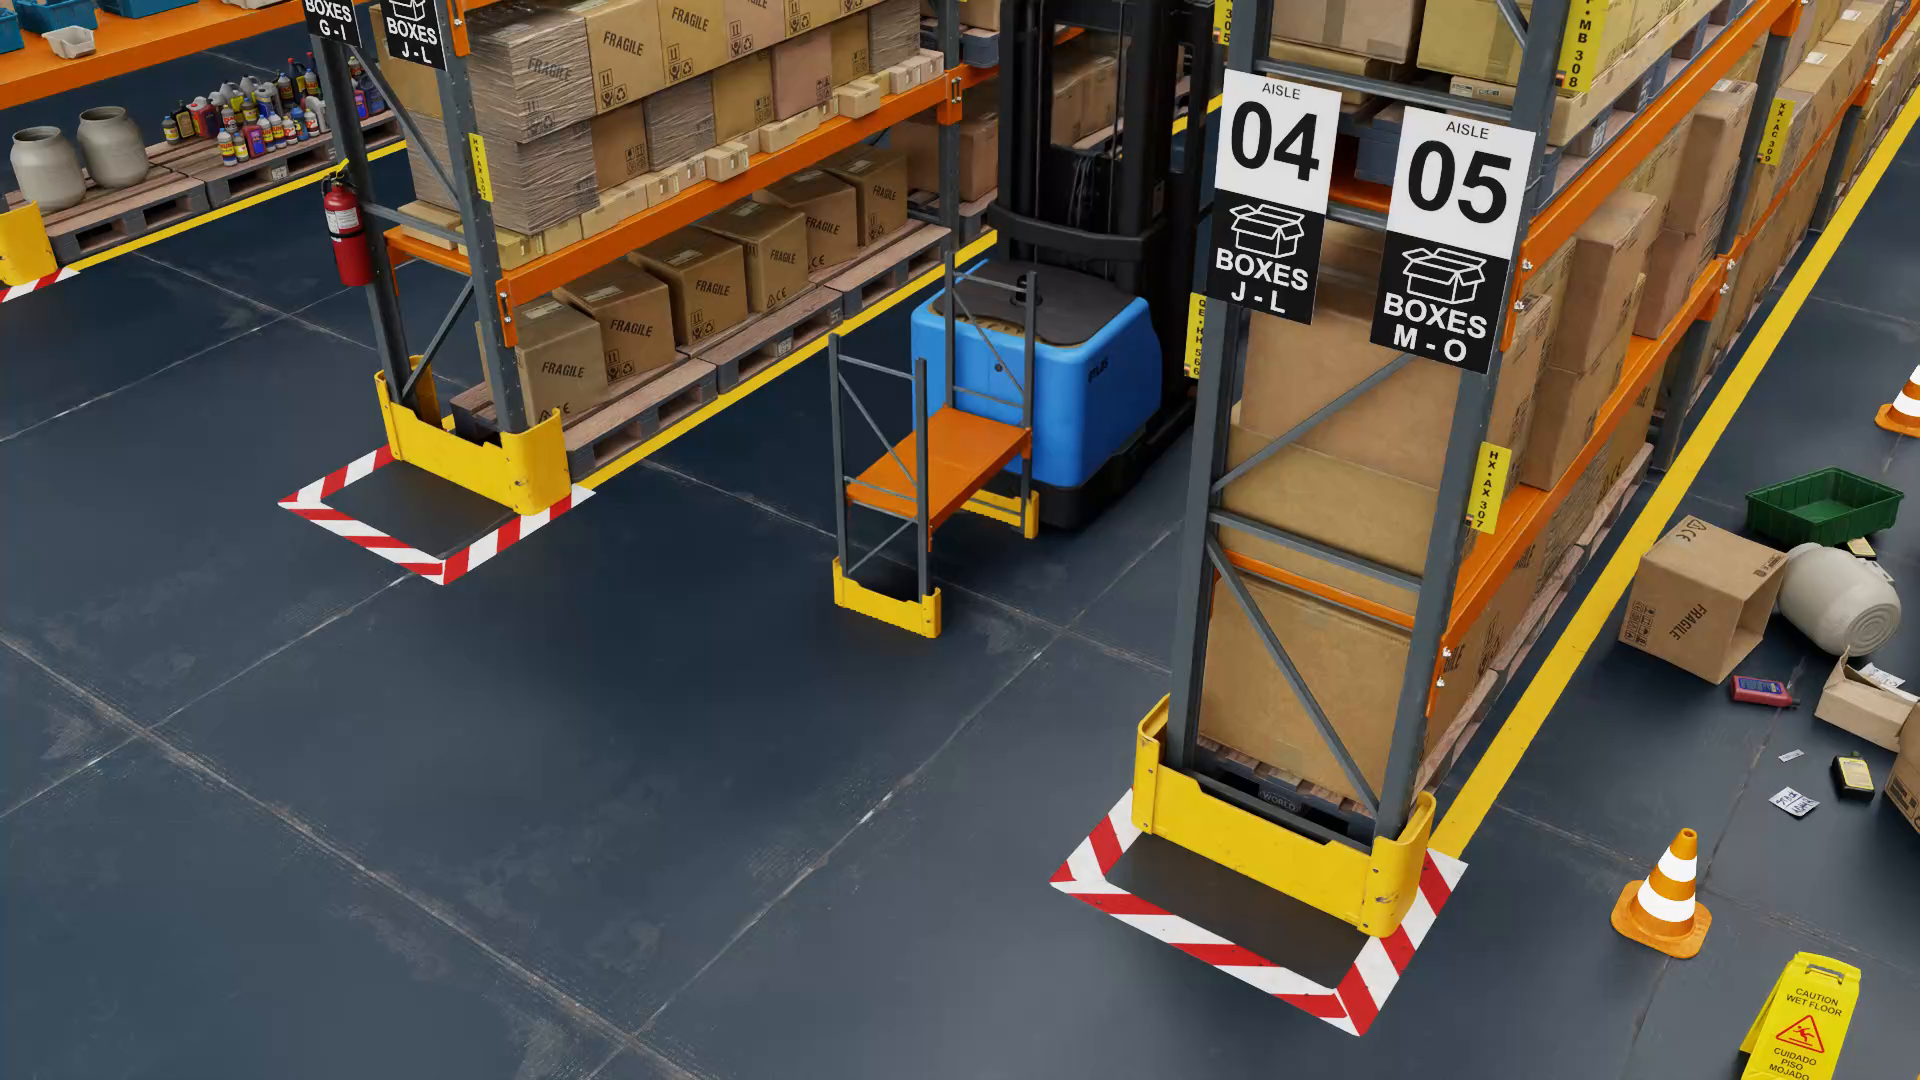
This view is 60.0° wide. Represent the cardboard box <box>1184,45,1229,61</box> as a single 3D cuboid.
[{"bbox_3d":[2.242,-4.875,14.803,1.225,0.875,0.875,19,39,26],"label":"cardboard box"}]

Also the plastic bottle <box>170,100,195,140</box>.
[{"bbox_3d":[-6.061,-3.273,12.944,0.061,0.283,0.133,22,40,29],"label":"plastic bottle"}]

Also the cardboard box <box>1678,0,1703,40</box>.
[{"bbox_3d":[2.465,-1.948,6.035,0.380,0.149,0.250,21,39,28],"label":"cardboard box"}]

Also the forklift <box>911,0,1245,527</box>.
[{"bbox_3d":[0.914,-2.077,9.205,1.130,2.935,3.031,18,38,25],"label":"forklift"}]

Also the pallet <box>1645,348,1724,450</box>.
[{"bbox_3d":[3.946,-1.023,10.074,1.003,0.211,1.213,21,39,28],"label":"pallet"}]

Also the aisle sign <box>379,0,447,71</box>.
[{"bbox_3d":[-2.519,-2.541,7.510,0.394,0.787,0.004,21,39,28],"label":"aisle sign"}]

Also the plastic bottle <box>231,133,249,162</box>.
[{"bbox_3d":[-5.450,-2.976,12.579,0.097,0.201,0.097,0,34,0],"label":"plastic bottle"}]

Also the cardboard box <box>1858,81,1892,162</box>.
[{"bbox_3d":[6.745,-3.255,12.742,0.500,0.500,0.500,22,40,29],"label":"cardboard box"}]

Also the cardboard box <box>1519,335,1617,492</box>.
[{"bbox_3d":[2.179,-0.683,6.948,0.875,0.550,0.550,21,39,28],"label":"cardboard box"}]

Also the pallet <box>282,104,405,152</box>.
[{"bbox_3d":[-4.936,-3.561,13.827,1.003,0.211,1.213,21,39,28],"label":"pallet"}]

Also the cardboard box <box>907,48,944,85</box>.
[{"bbox_3d":[-0.331,-3.133,10.929,0.380,0.149,0.250,21,39,28],"label":"cardboard box"}]

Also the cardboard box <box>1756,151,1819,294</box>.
[{"bbox_3d":[4.931,-2.227,10.998,1.050,0.750,0.750,22,40,29],"label":"cardboard box"}]

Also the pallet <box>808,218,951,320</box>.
[{"bbox_3d":[-0.803,-1.954,11.451,1.003,0.211,1.213,21,39,28],"label":"pallet"}]

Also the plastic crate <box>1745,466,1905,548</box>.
[{"bbox_3d":[4.545,-0.159,8.767,0.662,0.188,0.450,-15,27,-21],"label":"plastic crate"}]

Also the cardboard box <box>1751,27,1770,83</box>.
[{"bbox_3d":[3.846,-2.485,8.765,0.700,0.500,0.500,21,39,27],"label":"cardboard box"}]

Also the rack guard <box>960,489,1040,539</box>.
[{"bbox_3d":[0.148,-0.205,8.830,0.587,0.250,0.087,18,38,25],"label":"rack guard"}]

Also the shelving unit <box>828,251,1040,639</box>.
[{"bbox_3d":[-0.105,-0.482,8.124,0.587,1.500,1.083,18,38,25],"label":"shelving unit"}]

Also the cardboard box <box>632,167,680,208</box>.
[{"bbox_3d":[-1.785,-1.993,9.244,0.380,0.149,0.250,21,39,28],"label":"cardboard box"}]

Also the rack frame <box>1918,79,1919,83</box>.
[{"bbox_3d":[8.129,-5.480,14.176,1.000,3.000,0.127,21,39,28],"label":"rack frame"}]

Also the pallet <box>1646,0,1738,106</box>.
[{"bbox_3d":[2.396,-2.072,6.538,1.003,0.211,1.213,21,39,28],"label":"pallet"}]

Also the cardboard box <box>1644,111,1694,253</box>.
[{"bbox_3d":[2.690,-1.655,7.421,0.875,0.550,0.550,21,39,28],"label":"cardboard box"}]

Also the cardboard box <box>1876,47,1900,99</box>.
[{"bbox_3d":[6.729,-3.562,12.527,0.500,0.250,0.500,21,39,28],"label":"cardboard box"}]

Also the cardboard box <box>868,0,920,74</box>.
[{"bbox_3d":[-0.757,-3.407,10.755,0.875,0.500,0.500,21,39,28],"label":"cardboard box"}]

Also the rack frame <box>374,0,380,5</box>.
[{"bbox_3d":[-4.519,-5.012,13.483,1.000,3.000,0.127,21,39,28],"label":"rack frame"}]

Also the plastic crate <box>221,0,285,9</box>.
[{"bbox_3d":[-5.236,-4.074,12.332,0.530,0.136,0.437,21,39,28],"label":"plastic crate"}]

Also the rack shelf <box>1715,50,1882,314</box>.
[{"bbox_3d":[4.708,-2.421,10.295,1.077,0.370,4.000,21,39,28],"label":"rack shelf"}]

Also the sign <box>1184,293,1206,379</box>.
[{"bbox_3d":[0.849,-0.715,5.885,0.100,0.325,0.005,21,39,28],"label":"sign"}]

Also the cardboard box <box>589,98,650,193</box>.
[{"bbox_3d":[-2.208,-2.266,9.069,0.875,0.500,0.500,21,39,28],"label":"cardboard box"}]

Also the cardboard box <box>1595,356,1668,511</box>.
[{"bbox_3d":[3.151,-0.826,8.815,0.875,0.875,0.875,22,40,29],"label":"cardboard box"}]

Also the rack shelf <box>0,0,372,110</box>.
[{"bbox_3d":[-5.659,-3.793,12.324,1.077,0.370,4.000,21,39,28],"label":"rack shelf"}]

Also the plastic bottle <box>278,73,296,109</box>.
[{"bbox_3d":[-5.480,-3.658,13.525,0.097,0.271,0.097,0,34,0],"label":"plastic bottle"}]

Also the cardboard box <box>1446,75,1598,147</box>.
[{"bbox_3d":[1.746,-1.367,5.177,0.380,0.149,0.250,22,40,29],"label":"cardboard box"}]

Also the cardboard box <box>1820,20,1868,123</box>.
[{"bbox_3d":[5.241,-2.929,10.314,0.500,0.500,0.500,21,39,27],"label":"cardboard box"}]

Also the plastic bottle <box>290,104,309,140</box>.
[{"bbox_3d":[-5.141,-3.255,12.928,0.097,0.271,0.097,0,34,0],"label":"plastic bottle"}]

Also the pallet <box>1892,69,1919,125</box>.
[{"bbox_3d":[7.686,-3.967,14.427,1.003,0.211,1.213,21,39,28],"label":"pallet"}]

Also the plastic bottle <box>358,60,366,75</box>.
[{"bbox_3d":[-5.060,-4.057,14.114,0.097,0.271,0.097,0,34,0],"label":"plastic bottle"}]

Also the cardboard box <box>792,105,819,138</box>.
[{"bbox_3d":[-1.084,-2.573,10.102,0.380,0.149,0.250,21,39,28],"label":"cardboard box"}]

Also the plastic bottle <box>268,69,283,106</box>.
[{"bbox_3d":[-5.556,-3.680,13.546,0.061,0.283,0.133,23,40,30],"label":"plastic bottle"}]

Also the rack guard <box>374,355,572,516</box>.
[{"bbox_3d":[-2.687,-0.588,9.174,1.175,0.500,0.348,21,39,28],"label":"rack guard"}]

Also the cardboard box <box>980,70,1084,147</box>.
[{"bbox_3d":[0.524,-3.323,12.825,0.700,0.500,0.500,18,38,24],"label":"cardboard box"}]

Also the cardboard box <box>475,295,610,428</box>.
[{"bbox_3d":[-2.361,-1.009,9.421,0.500,0.500,0.500,-29,43,-35],"label":"cardboard box"}]

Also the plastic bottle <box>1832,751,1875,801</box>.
[{"bbox_3d":[3.862,1.010,7.202,0.133,0.061,0.283,8,35,12],"label":"plastic bottle"}]

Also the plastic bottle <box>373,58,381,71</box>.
[{"bbox_3d":[-4.767,-3.754,13.596,0.144,0.351,0.185,21,39,28],"label":"plastic bottle"}]

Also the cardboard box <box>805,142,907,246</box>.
[{"bbox_3d":[-0.711,-2.397,11.473,0.500,0.500,0.500,20,39,27],"label":"cardboard box"}]

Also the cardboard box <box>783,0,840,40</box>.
[{"bbox_3d":[-1.050,-3.253,9.635,0.500,0.500,0.500,21,39,28],"label":"cardboard box"}]

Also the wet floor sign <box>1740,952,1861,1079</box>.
[{"bbox_3d":[2.897,1.663,5.715,0.267,0.644,0.232,14,37,20],"label":"wet floor sign"}]

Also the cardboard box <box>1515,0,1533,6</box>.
[{"bbox_3d":[1.738,-1.694,4.948,0.380,0.149,0.250,22,40,29],"label":"cardboard box"}]

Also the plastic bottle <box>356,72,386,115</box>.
[{"bbox_3d":[-4.758,-3.620,13.397,0.144,0.351,0.185,19,39,26],"label":"plastic bottle"}]

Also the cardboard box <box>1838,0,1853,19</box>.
[{"bbox_3d":[5.297,-3.659,10.501,0.700,0.500,0.500,21,39,28],"label":"cardboard box"}]
